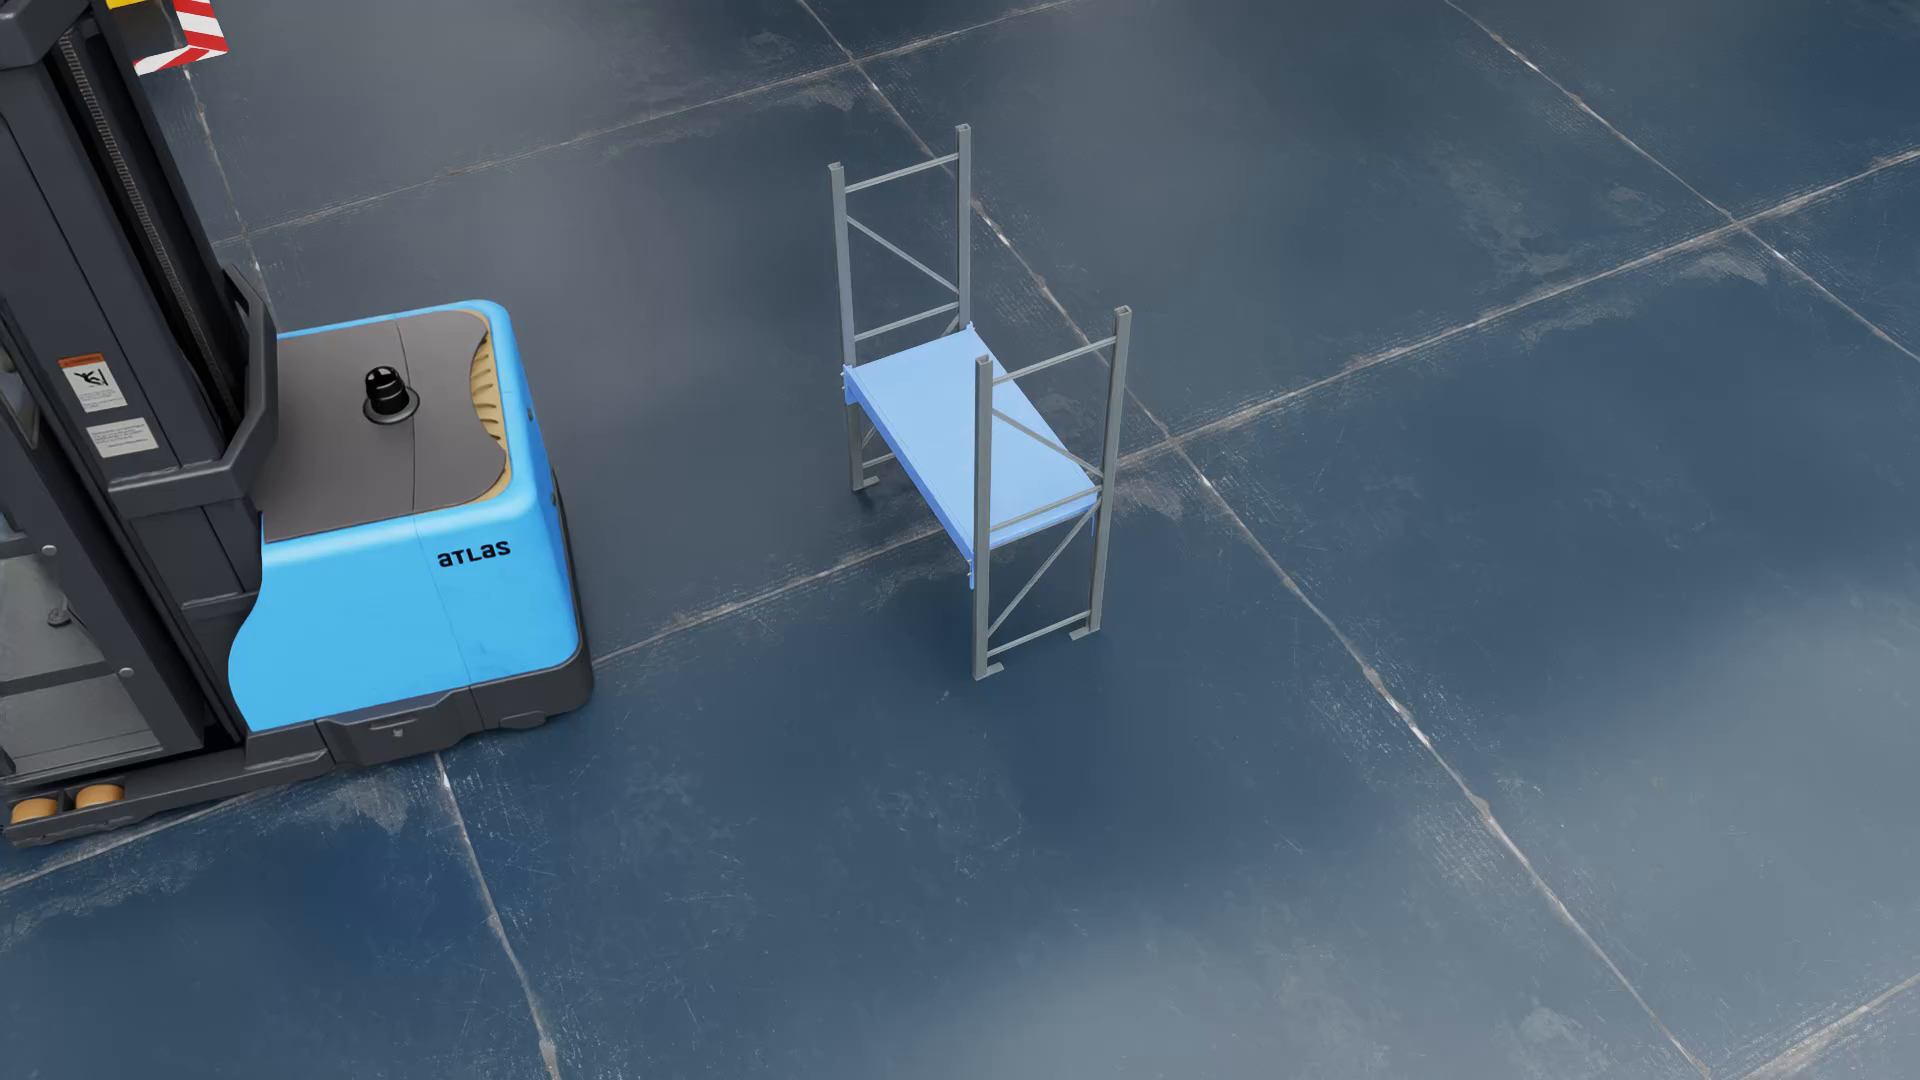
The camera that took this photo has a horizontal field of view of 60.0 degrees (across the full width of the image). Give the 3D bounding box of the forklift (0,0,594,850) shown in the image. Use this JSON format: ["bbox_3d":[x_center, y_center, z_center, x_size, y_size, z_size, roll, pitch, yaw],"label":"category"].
[{"bbox_3d":[-2.832,-0.423,4.673,3.031,2.935,1.130,-12,50,-10],"label":"forklift"}]

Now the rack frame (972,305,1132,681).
[{"bbox_3d":[0.272,-0.096,5.338,0.500,1.500,0.032,-21,52,-18],"label":"rack frame"}]

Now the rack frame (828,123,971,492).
[{"bbox_3d":[-0.194,-0.777,5.933,0.500,1.500,0.032,-21,52,-18],"label":"rack frame"}]

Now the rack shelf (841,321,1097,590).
[{"bbox_3d":[0.039,-0.318,5.771,0.538,0.185,1.000,-21,52,-18],"label":"rack shelf"}]

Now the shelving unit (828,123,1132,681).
[{"bbox_3d":[0.039,-0.437,5.636,0.538,1.500,1.048,-21,52,-18],"label":"shelving unit"}]
